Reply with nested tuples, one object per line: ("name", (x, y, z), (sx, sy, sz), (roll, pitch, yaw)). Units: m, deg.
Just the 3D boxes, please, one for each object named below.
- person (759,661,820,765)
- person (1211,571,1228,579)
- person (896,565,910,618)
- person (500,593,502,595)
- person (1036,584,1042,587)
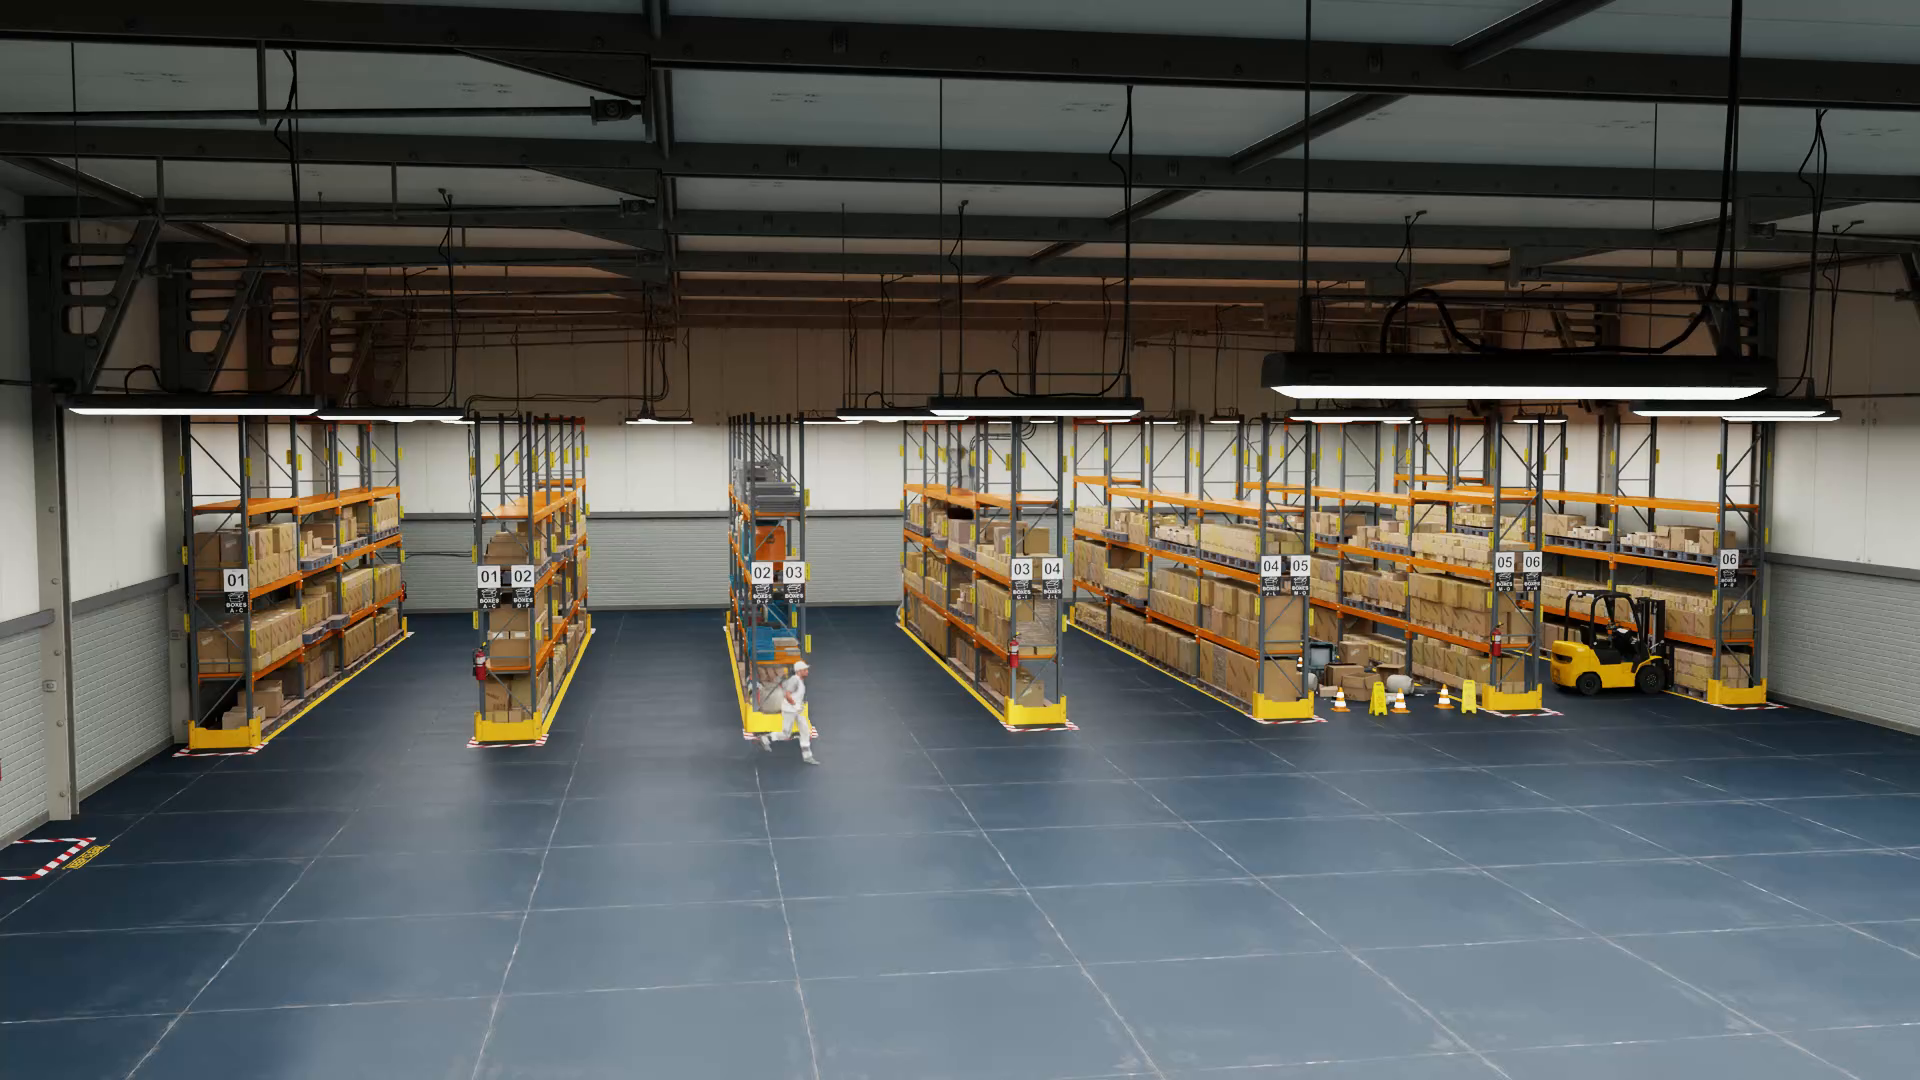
("person", (-2.902, 2.935, 28.270), (1.078, 1.772, 0.658), (1, 4, 13))
("person", (7.838, 1.413, 50.518), (0.863, 1.771, 0.657), (-1, 4, -19))
("person", (-1.560, 1.552, 49.423), (0.741, 1.695, 0.571), (2, 4, 28))
("person", (-11.880, 1.978, 43.091), (0.753, 1.744, 1.056), (-1, 4, -12))
("person", (2.164, 1.638, 48.000), (0.667, 1.681, 0.575), (1, 4, 11))
